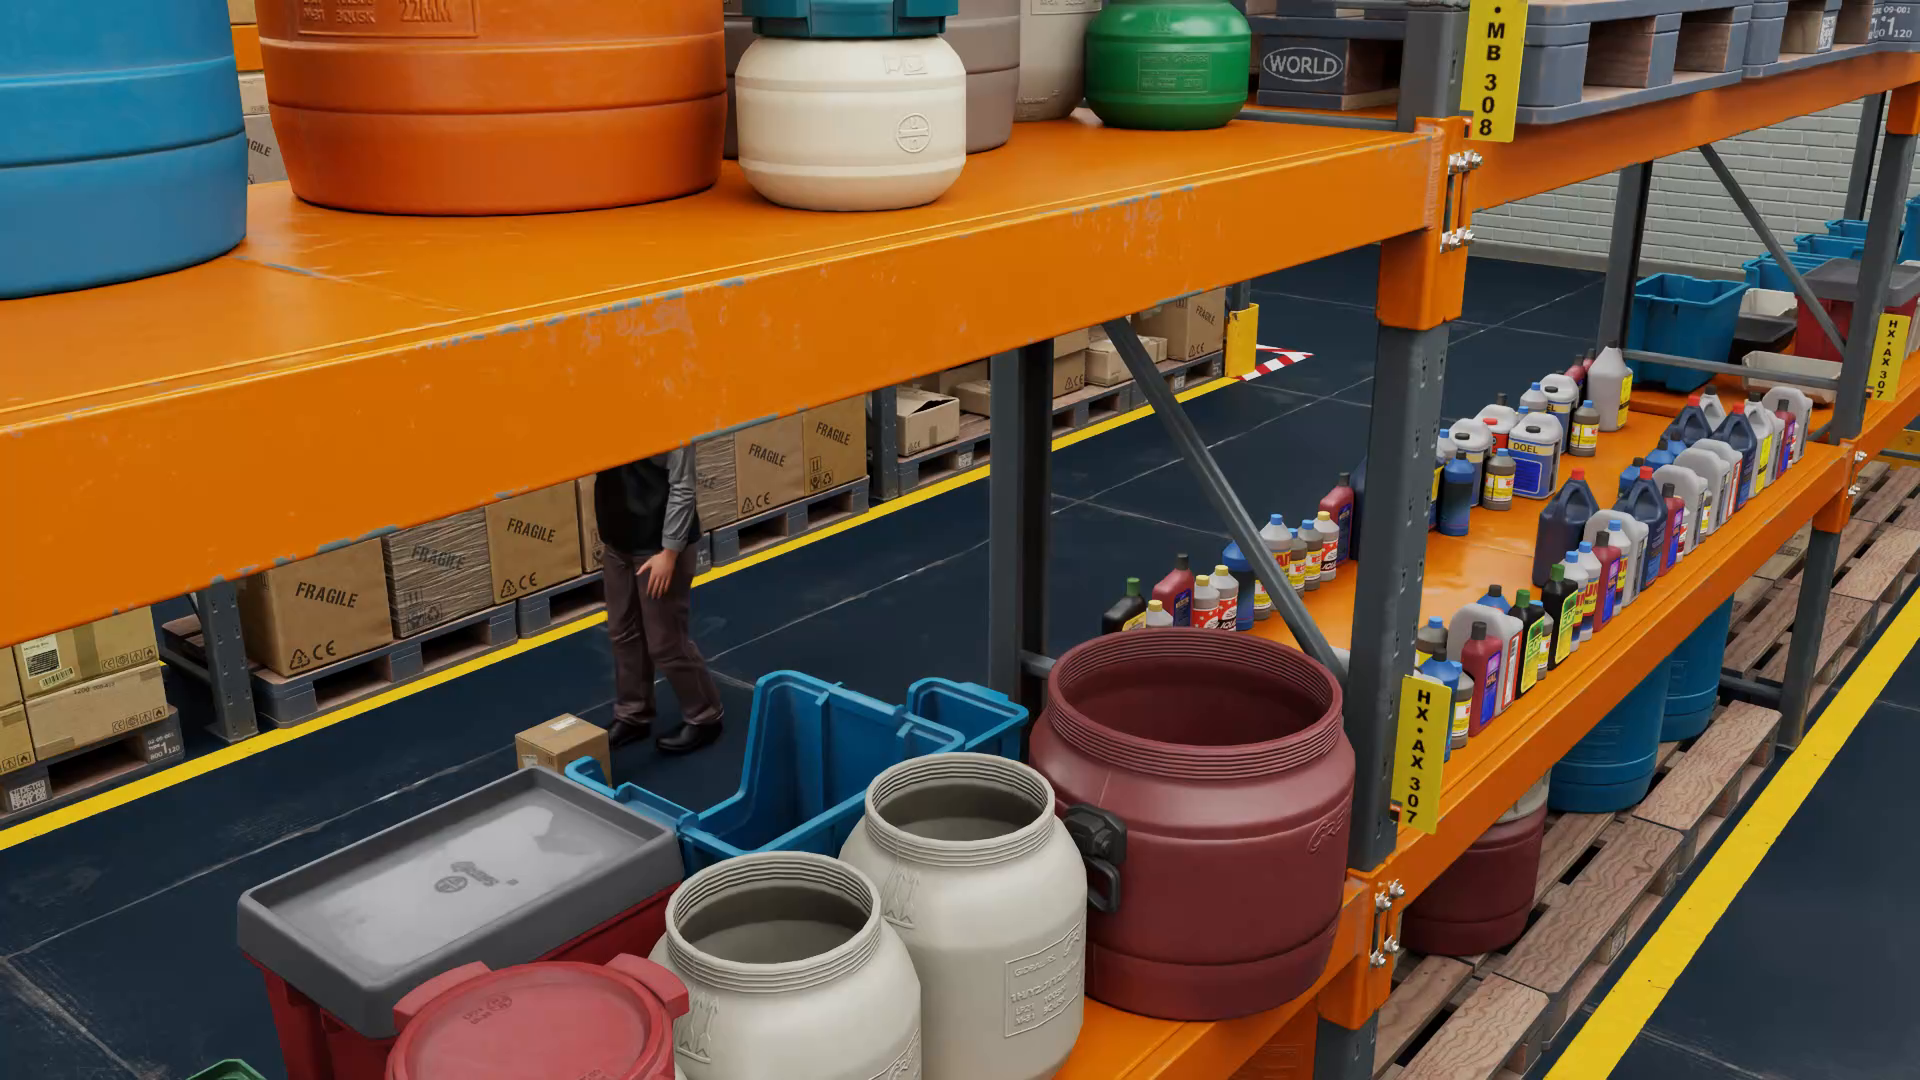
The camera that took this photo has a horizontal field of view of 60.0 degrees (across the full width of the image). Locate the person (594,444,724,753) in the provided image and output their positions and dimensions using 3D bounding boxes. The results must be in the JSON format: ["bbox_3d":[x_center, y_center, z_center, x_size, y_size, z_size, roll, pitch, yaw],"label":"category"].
[{"bbox_3d":[-1.234,0.033,6.514,0.523,1.736,0.555,-16,26,-38],"label":"person"}]
